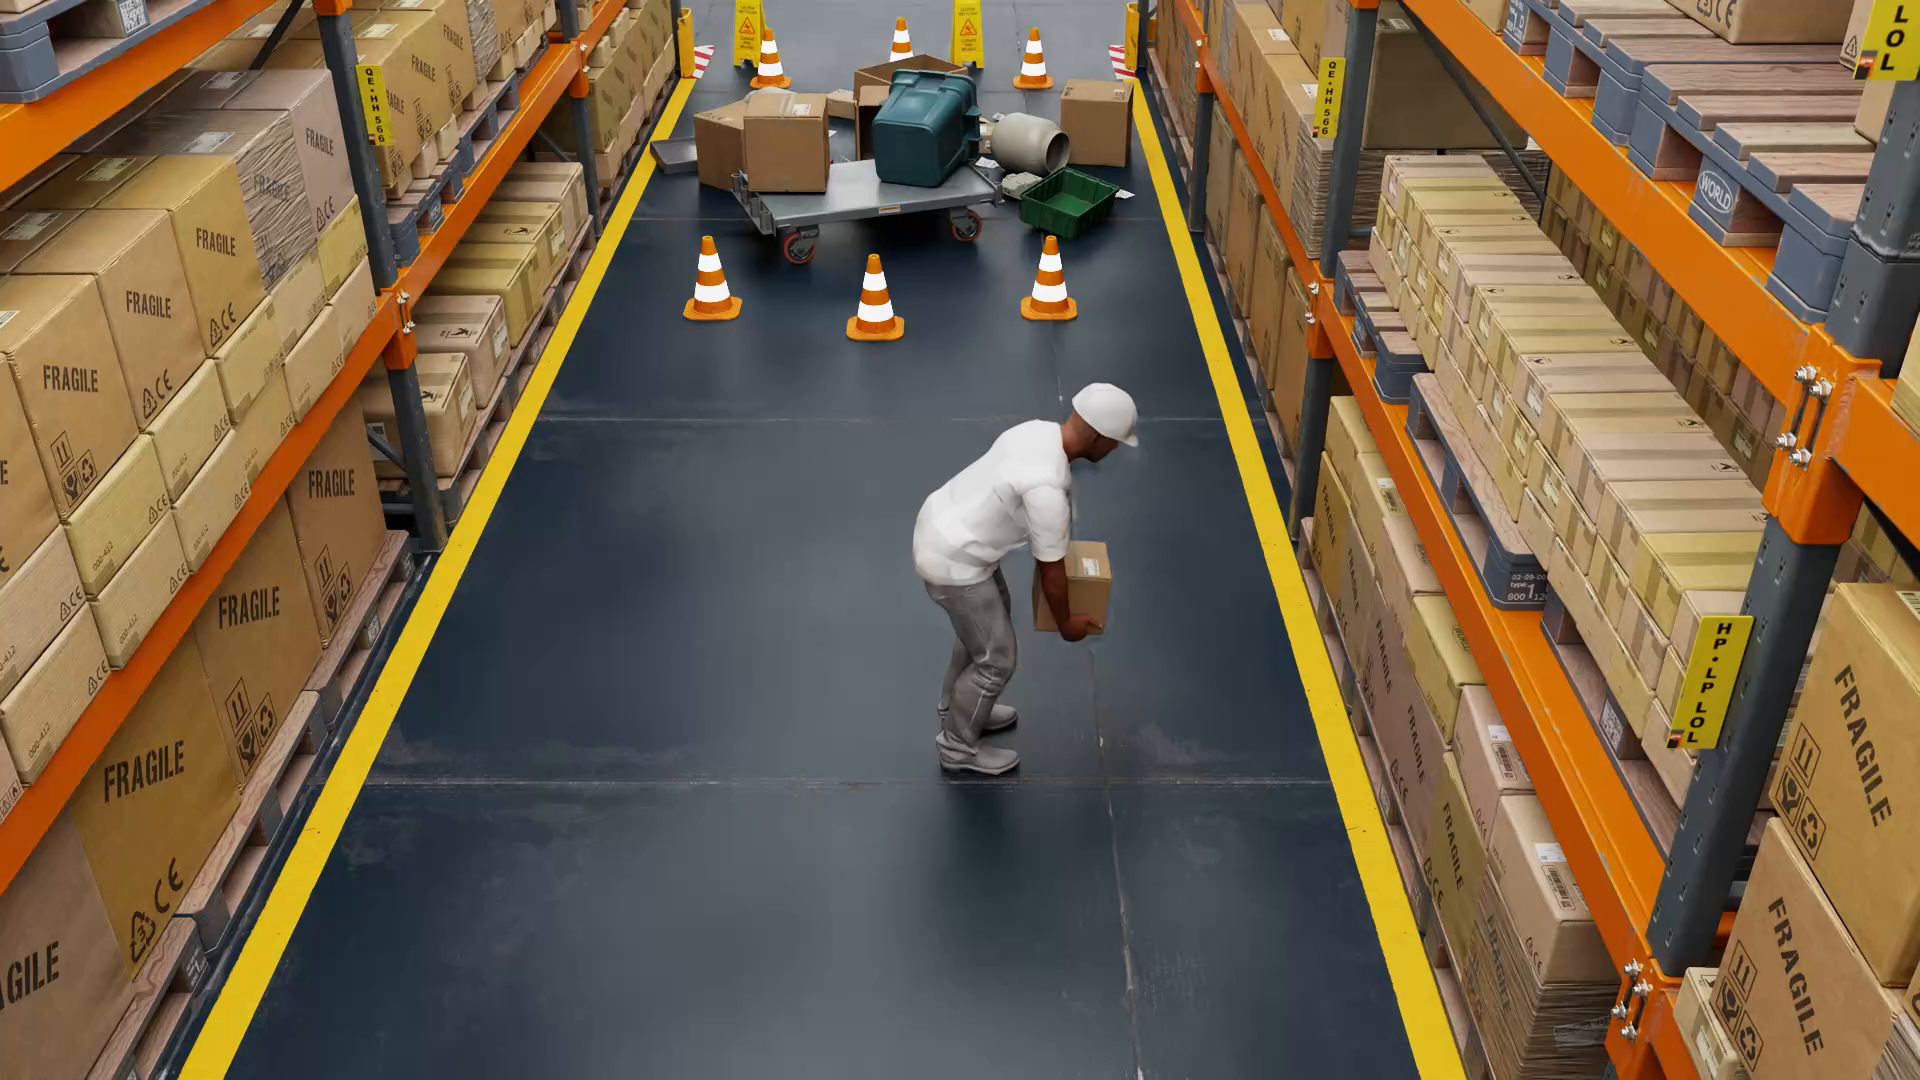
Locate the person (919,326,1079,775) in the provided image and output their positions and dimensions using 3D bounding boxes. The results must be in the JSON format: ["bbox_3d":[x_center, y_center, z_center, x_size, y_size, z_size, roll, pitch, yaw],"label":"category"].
[{"bbox_3d":[0.137,0.038,6.055,0.567,1.759,0.505,-1,31,-1],"label":"person"}]
